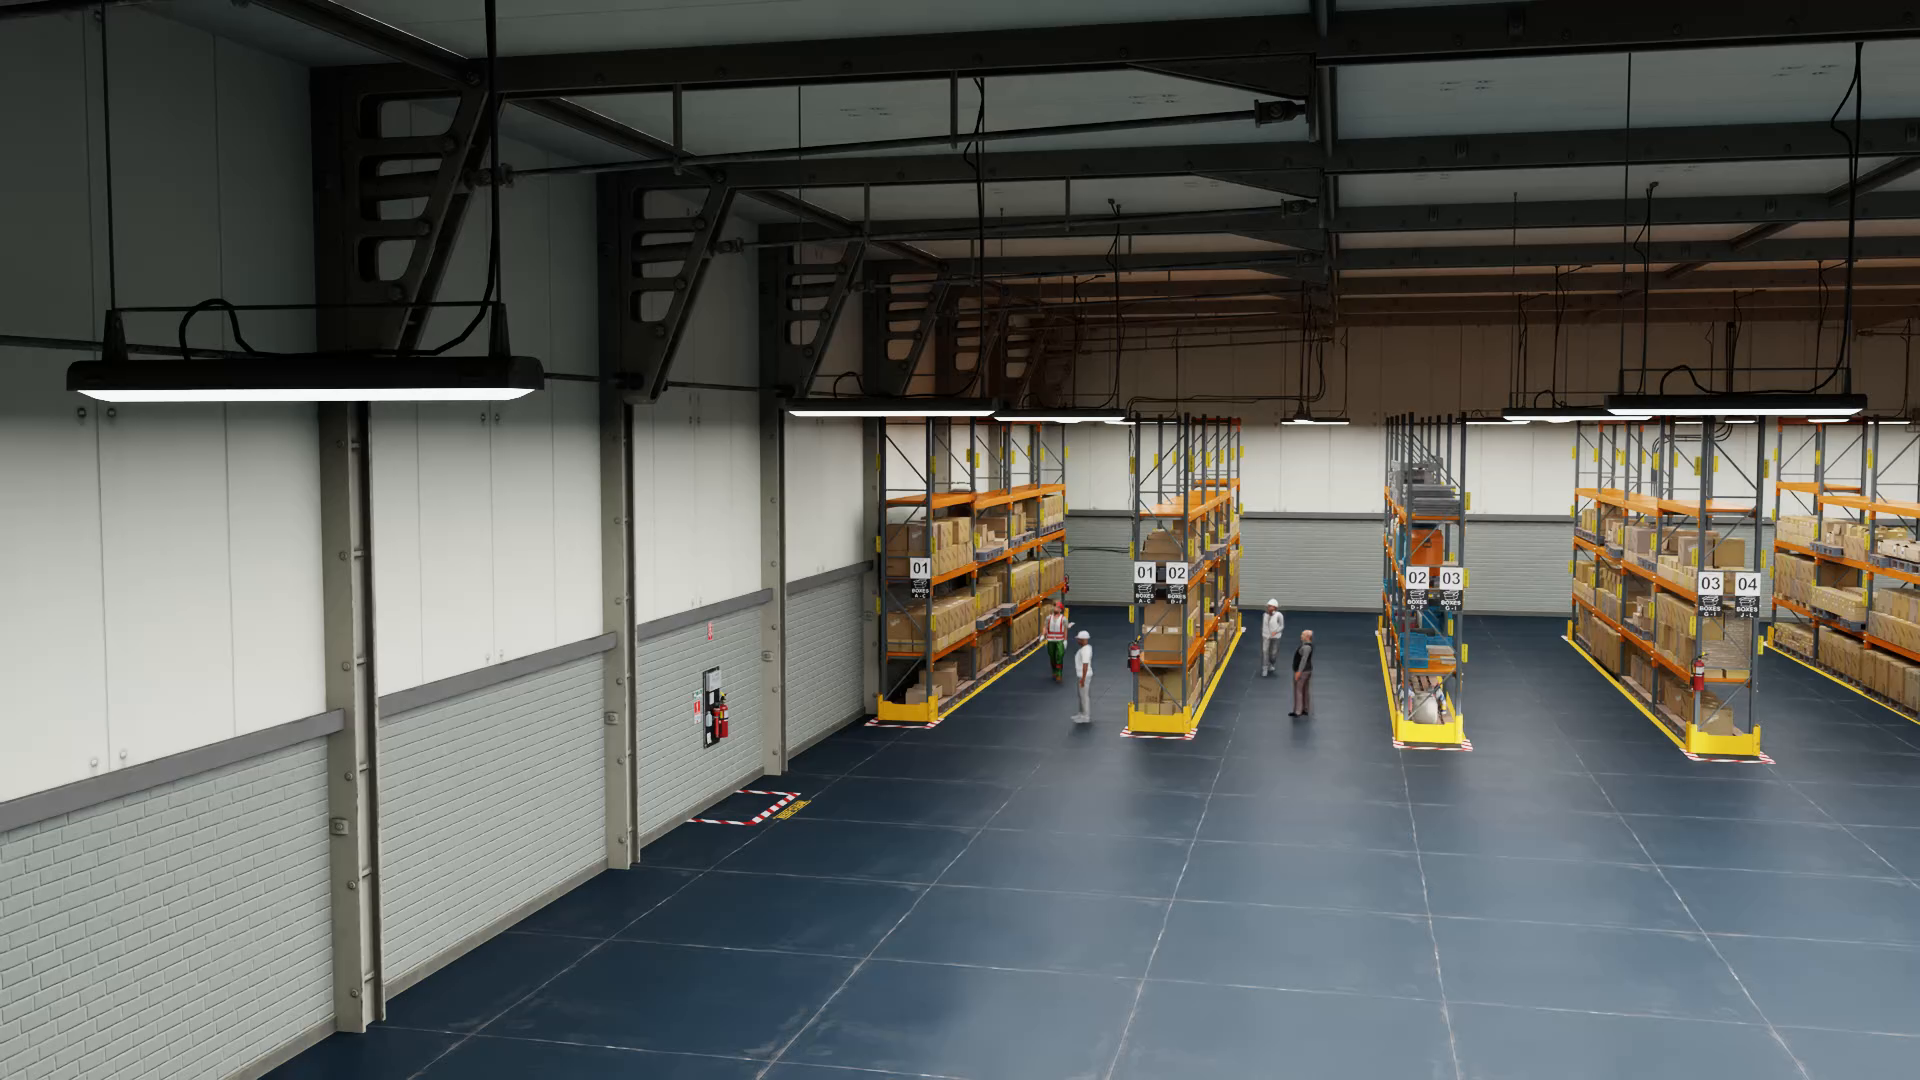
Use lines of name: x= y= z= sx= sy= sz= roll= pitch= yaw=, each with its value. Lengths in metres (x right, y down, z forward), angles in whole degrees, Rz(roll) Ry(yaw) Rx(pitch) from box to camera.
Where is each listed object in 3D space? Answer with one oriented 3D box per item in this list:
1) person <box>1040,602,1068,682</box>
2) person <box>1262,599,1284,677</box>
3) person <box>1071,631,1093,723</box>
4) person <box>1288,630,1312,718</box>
person: x=2.120 y=2.286 z=37.512 sx=0.636 sy=1.731 sz=0.938 roll=0 pitch=4 yaw=5
person: x=7.262 y=2.254 z=38.641 sx=0.525 sy=1.757 sz=0.982 roll=1 pitch=4 yaw=14
person: x=2.371 y=2.641 z=32.352 sx=0.425 sy=1.768 sz=0.656 roll=0 pitch=4 yaw=2
person: x=6.775 y=2.641 z=32.949 sx=0.454 sy=1.718 sz=0.586 roll=2 pitch=4 yaw=30
